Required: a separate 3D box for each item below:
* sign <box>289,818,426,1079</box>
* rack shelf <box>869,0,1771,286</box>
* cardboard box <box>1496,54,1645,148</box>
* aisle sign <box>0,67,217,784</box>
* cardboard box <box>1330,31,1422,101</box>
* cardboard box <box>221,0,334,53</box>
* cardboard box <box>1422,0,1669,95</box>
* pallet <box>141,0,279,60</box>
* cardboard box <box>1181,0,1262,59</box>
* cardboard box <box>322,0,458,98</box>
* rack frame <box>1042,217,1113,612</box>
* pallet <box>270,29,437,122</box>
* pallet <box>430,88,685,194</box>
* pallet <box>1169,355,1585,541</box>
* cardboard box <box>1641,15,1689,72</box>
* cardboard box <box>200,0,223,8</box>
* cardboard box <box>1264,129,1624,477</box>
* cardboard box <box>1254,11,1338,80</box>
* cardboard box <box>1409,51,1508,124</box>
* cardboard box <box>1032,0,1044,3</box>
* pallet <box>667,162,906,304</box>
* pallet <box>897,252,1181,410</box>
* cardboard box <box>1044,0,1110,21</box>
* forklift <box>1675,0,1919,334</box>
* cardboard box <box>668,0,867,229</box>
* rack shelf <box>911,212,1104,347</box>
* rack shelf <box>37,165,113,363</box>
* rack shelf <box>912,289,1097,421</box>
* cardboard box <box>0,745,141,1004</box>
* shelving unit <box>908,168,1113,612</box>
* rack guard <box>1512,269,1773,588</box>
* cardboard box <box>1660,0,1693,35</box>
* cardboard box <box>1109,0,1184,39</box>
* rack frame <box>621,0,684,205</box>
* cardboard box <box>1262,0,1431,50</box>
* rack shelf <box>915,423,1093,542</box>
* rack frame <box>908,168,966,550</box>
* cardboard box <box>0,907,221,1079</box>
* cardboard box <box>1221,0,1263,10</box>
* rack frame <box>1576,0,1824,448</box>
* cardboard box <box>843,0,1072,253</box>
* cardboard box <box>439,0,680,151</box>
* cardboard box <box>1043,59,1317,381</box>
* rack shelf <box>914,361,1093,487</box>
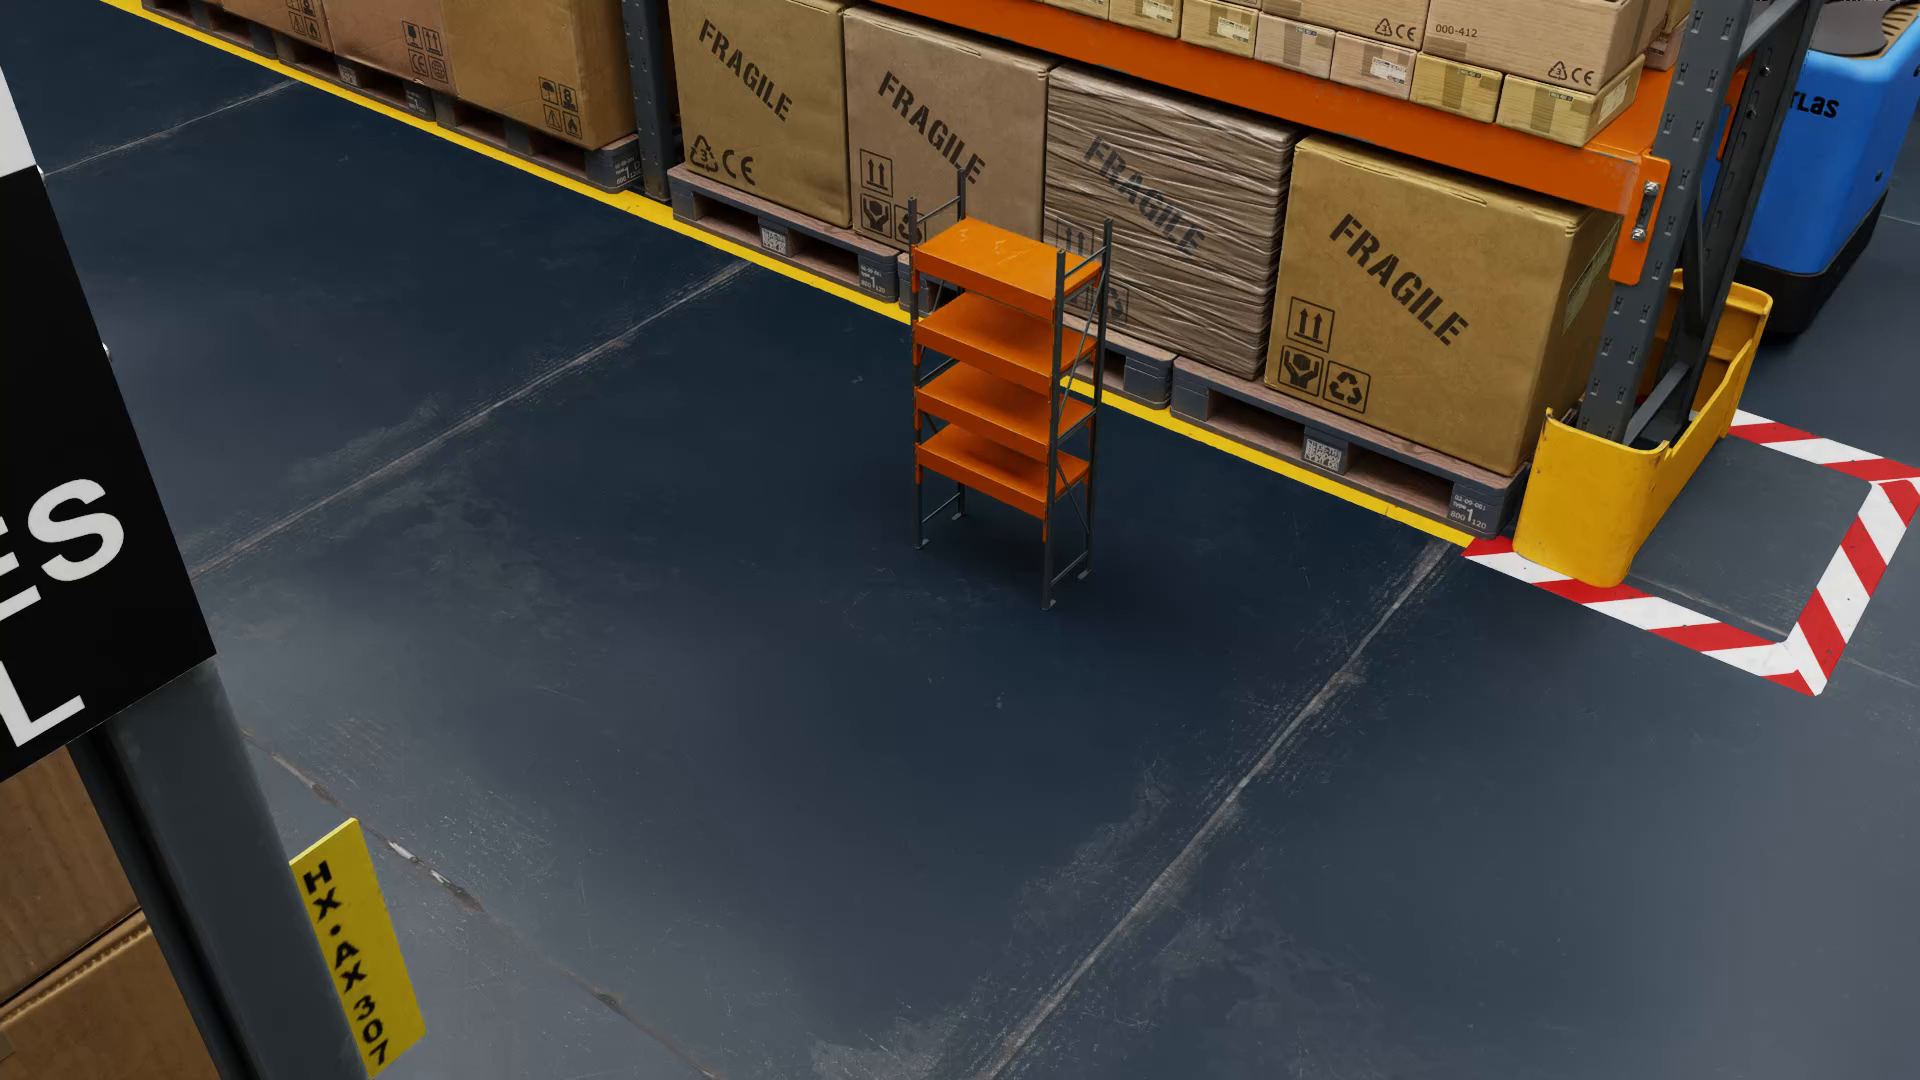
[{"bbox_3d":[-0.585,0.407,1.595,0.005,0.325,0.100,25,45,29],"label":"sign"},{"bbox_3d":[0.590,-1.843,5.755,4.000,0.370,1.077,25,45,29],"label":"rack shelf"},{"bbox_3d":[1.696,-1.251,4.618,0.250,0.149,0.380,26,45,29],"label":"cardboard box"},{"bbox_3d":[-0.674,-0.130,0.874,0.004,0.787,0.394,25,45,29],"label":"aisle sign"},{"bbox_3d":[1.289,-1.442,4.863,0.250,0.149,0.380,25,45,29],"label":"cardboard box"},{"bbox_3d":[-2.937,-3.096,8.154,0.875,0.875,1.225,25,45,29],"label":"cardboard box"},{"bbox_3d":[1.633,-1.487,4.597,0.500,0.250,0.500,25,44,28],"label":"cardboard box"},{"bbox_3d":[-3.595,-2.944,8.838,1.213,0.211,1.003,25,45,29],"label":"pallet"},{"bbox_3d":[0.884,-1.633,5.106,0.250,0.149,0.380,24,44,28],"label":"cardboard box"},{"bbox_3d":[-2.229,-2.768,7.736,0.875,0.875,1.225,24,44,27],"label":"cardboard box"},{"bbox_3d":[0.325,-0.319,4.684,0.015,1.200,0.240,25,45,29],"label":"rack frame"},{"bbox_3d":[-2.630,-2.486,8.254,1.213,0.211,1.003,25,45,29],"label":"pallet"},{"bbox_3d":[-1.657,-2.030,7.671,1.213,0.211,1.003,25,45,29],"label":"pallet"},{"bbox_3d":[1.496,-0.541,5.769,1.213,0.211,1.003,25,45,29],"label":"pallet"},{"bbox_3d":[2.097,-1.573,5.030,0.250,0.149,0.380,26,45,29],"label":"cardboard box"},{"bbox_3d":[-3.640,-3.434,8.585,0.875,0.875,1.225,23,44,27],"label":"cardboard box"},{"bbox_3d":[1.622,-0.907,5.358,0.875,0.875,0.875,25,45,29],"label":"cardboard box"},{"bbox_3d":[1.091,-1.536,4.983,0.250,0.149,0.380,26,45,29],"label":"cardboard box"},{"bbox_3d":[1.488,-1.347,4.741,0.250,0.149,0.380,26,45,29],"label":"cardboard box"},{"bbox_3d":[0.274,-1.920,5.473,0.250,0.149,0.380,24,44,27],"label":"cardboard box"},{"bbox_3d":[-0.442,-1.454,6.937,1.213,0.211,1.003,25,45,29],"label":"pallet"},{"bbox_3d":[0.531,-0.998,6.353,1.213,0.211,1.003,25,45,29],"label":"pallet"},{"bbox_3d":[0.482,-1.823,5.349,0.250,0.149,0.380,26,45,29],"label":"cardboard box"},{"bbox_3d":[2.182,-2.656,6.264,3.031,2.935,1.130,26,45,29],"label":"forklift"},{"bbox_3d":[-0.523,-1.918,6.649,0.875,0.875,0.875,25,45,29],"label":"cardboard box"},{"bbox_3d":[0.131,-0.720,4.559,0.480,0.148,0.258,25,45,29],"label":"rack shelf"},{"bbox_3d":[-2.503,-0.634,1.776,4.000,0.370,1.077,25,45,29],"label":"rack shelf"},{"bbox_3d":[0.131,-0.534,4.705,0.480,0.148,0.258,25,45,29],"label":"rack shelf"},{"bbox_3d":[-1.110,0.165,1.473,0.500,0.500,0.500,25,44,28],"label":"cardboard box"},{"bbox_3d":[0.131,-0.410,4.801,0.503,1.200,0.258,25,45,29],"label":"shelving unit"},{"bbox_3d":[2.198,-0.384,5.335,0.348,0.500,1.175,25,45,29],"label":"rack guard"},{"bbox_3d":[1.962,-1.748,4.929,0.500,0.250,0.500,24,44,27],"label":"cardboard box"},{"bbox_3d":[0.677,-1.729,5.229,0.250,0.149,0.380,25,45,29],"label":"cardboard box"},{"bbox_3d":[-0.998,-2.876,6.490,0.127,3.000,1.000,25,45,29],"label":"rack frame"},{"bbox_3d":[1.230,-1.677,4.840,0.500,0.250,0.500,24,44,28],"label":"cardboard box"},{"bbox_3d":[0.131,-0.201,4.965,0.480,0.148,0.258,25,45,29],"label":"rack shelf"},{"bbox_3d":[-0.062,-0.502,4.918,0.015,1.200,0.240,25,45,29],"label":"rack frame"},{"bbox_3d":[-1.103,0.553,1.787,0.500,0.500,0.500,27,46,31],"label":"cardboard box"},{"bbox_3d":[0.826,-1.868,5.083,0.500,0.250,0.500,24,44,27],"label":"cardboard box"},{"bbox_3d":[2.179,-1.377,4.576,0.127,3.000,1.000,25,45,29],"label":"rack frame"},{"bbox_3d":[0.192,-1.581,6.219,0.875,0.875,0.875,25,45,29],"label":"cardboard box"},{"bbox_3d":[-1.519,-2.434,7.309,0.875,0.875,1.225,25,45,29],"label":"cardboard box"},{"bbox_3d":[0.899,-1.248,5.793,0.875,0.875,0.875,25,45,29],"label":"cardboard box"},{"bbox_3d":[0.131,-0.357,4.842,0.480,0.148,0.258,25,45,29],"label":"rack shelf"}]
